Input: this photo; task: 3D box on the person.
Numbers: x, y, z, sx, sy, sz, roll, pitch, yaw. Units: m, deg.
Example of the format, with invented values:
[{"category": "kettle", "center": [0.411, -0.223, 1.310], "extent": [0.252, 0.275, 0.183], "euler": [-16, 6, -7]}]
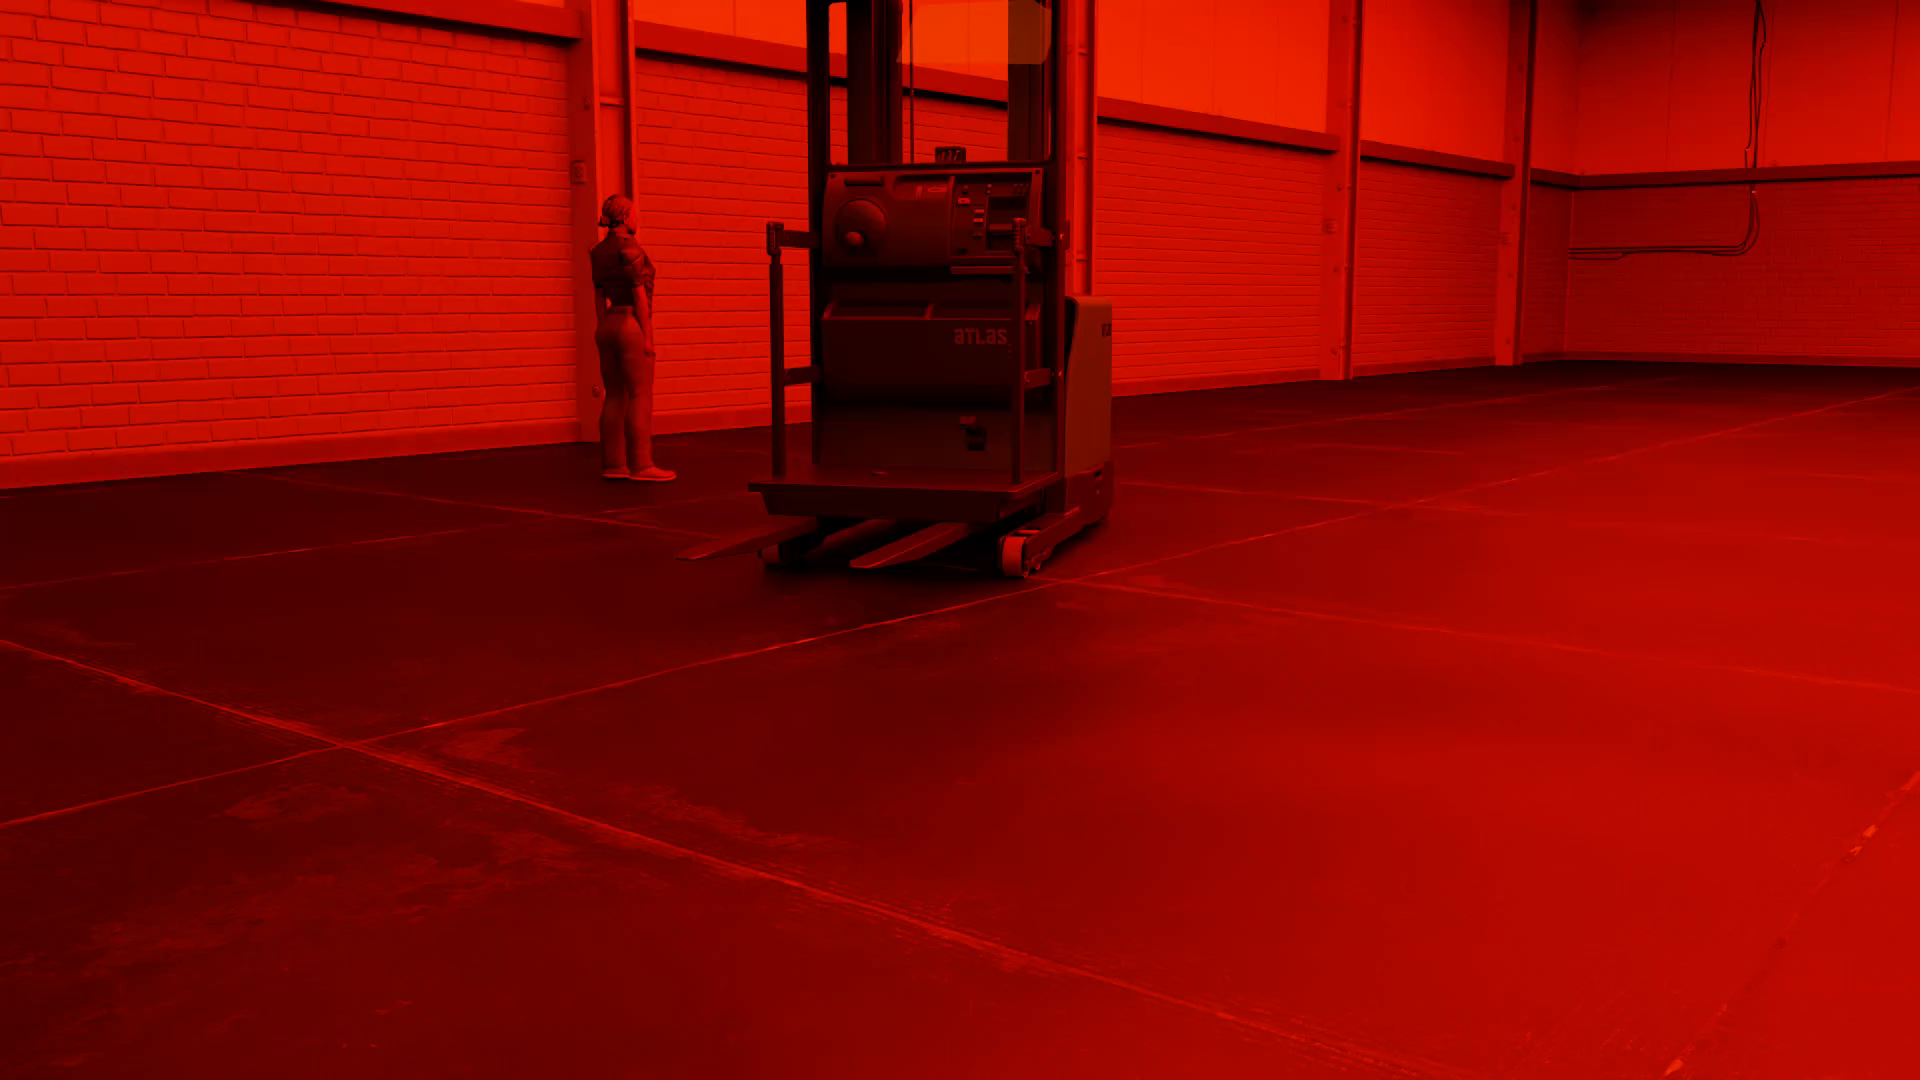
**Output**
[{"category": "person", "center": [-1.928, -1.172, 9.710], "extent": [0.448, 1.659, 0.339], "euler": [7, 11, 41]}]

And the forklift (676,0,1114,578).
[{"category": "forklift", "center": [-0.176, -1.366, 6.616], "extent": [1.130, 2.935, 3.031], "euler": [3, 9, 17]}]
